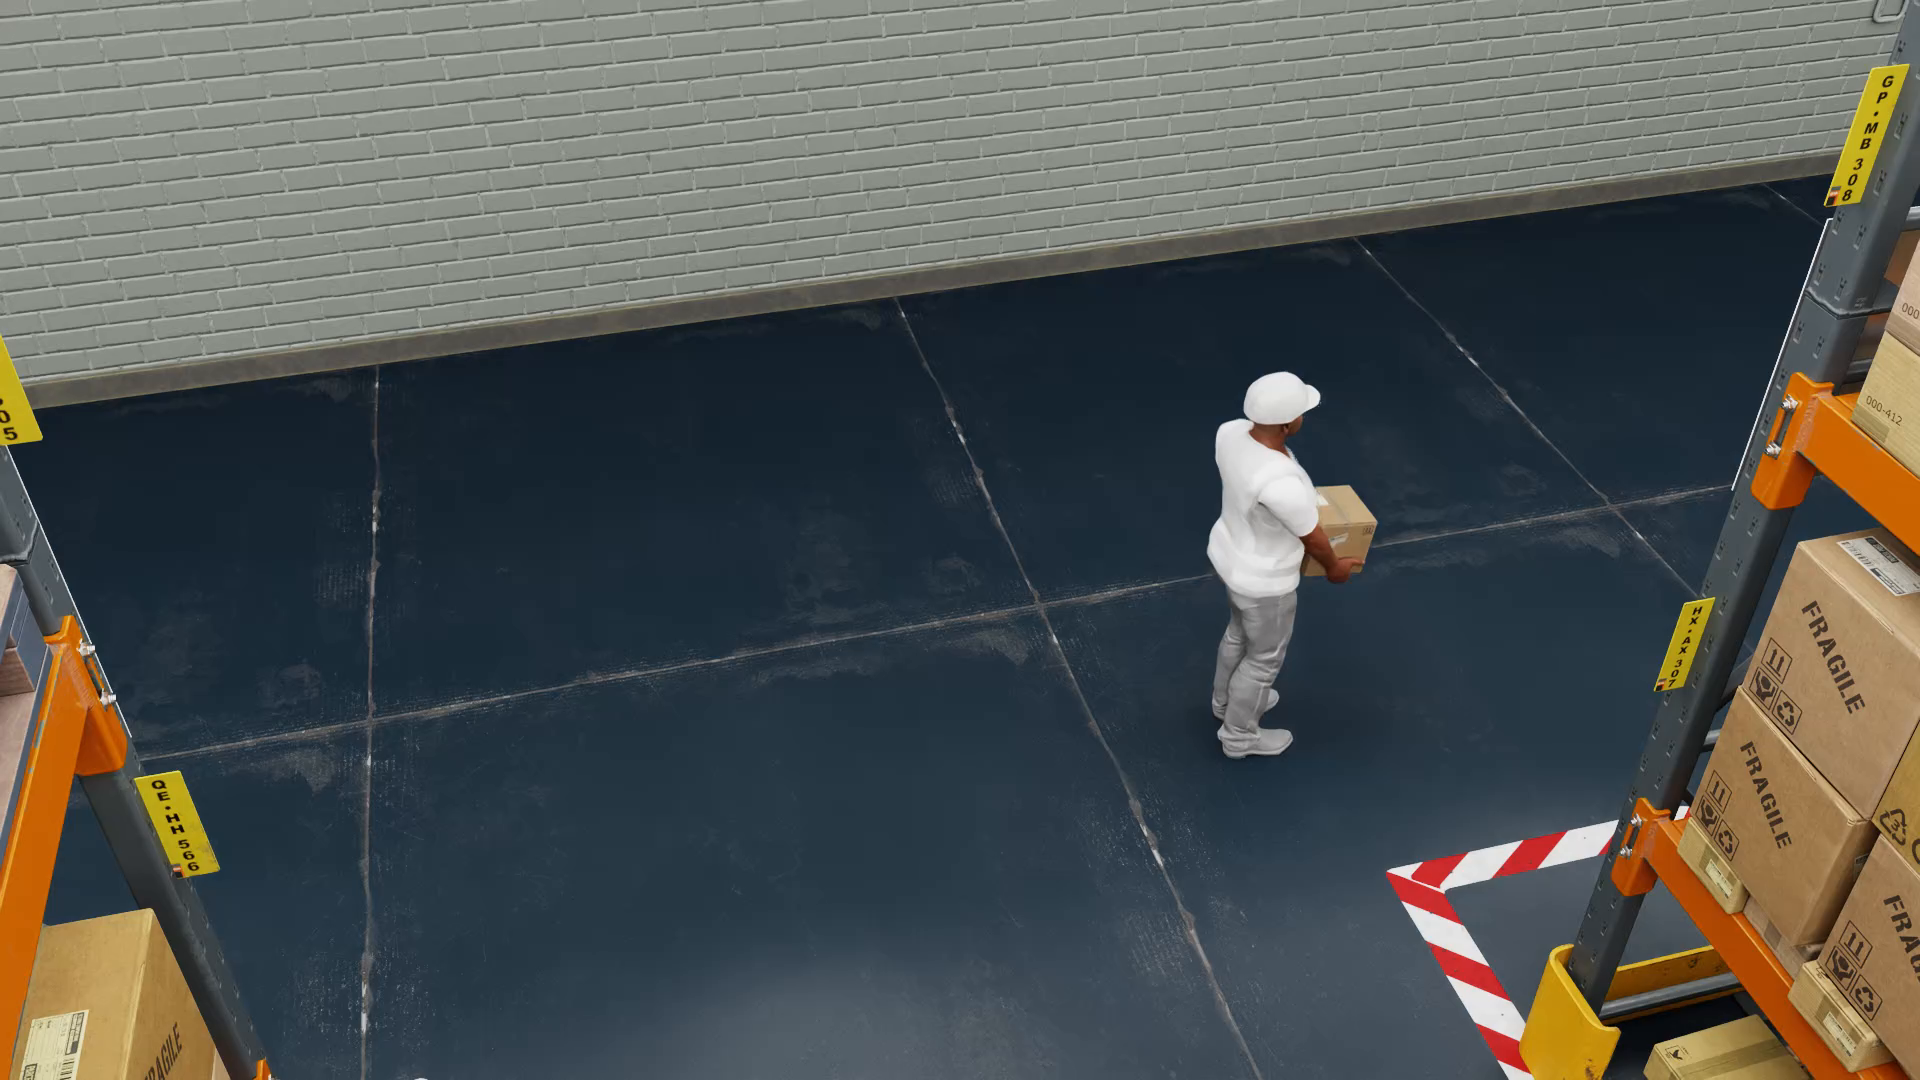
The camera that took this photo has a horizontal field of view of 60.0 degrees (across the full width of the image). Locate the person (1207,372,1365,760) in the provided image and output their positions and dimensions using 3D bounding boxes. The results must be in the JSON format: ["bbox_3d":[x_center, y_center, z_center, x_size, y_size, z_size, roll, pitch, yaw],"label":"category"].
[{"bbox_3d":[1.274,0.083,6.590,0.567,1.763,0.505,-10,39,-12],"label":"person"}]
